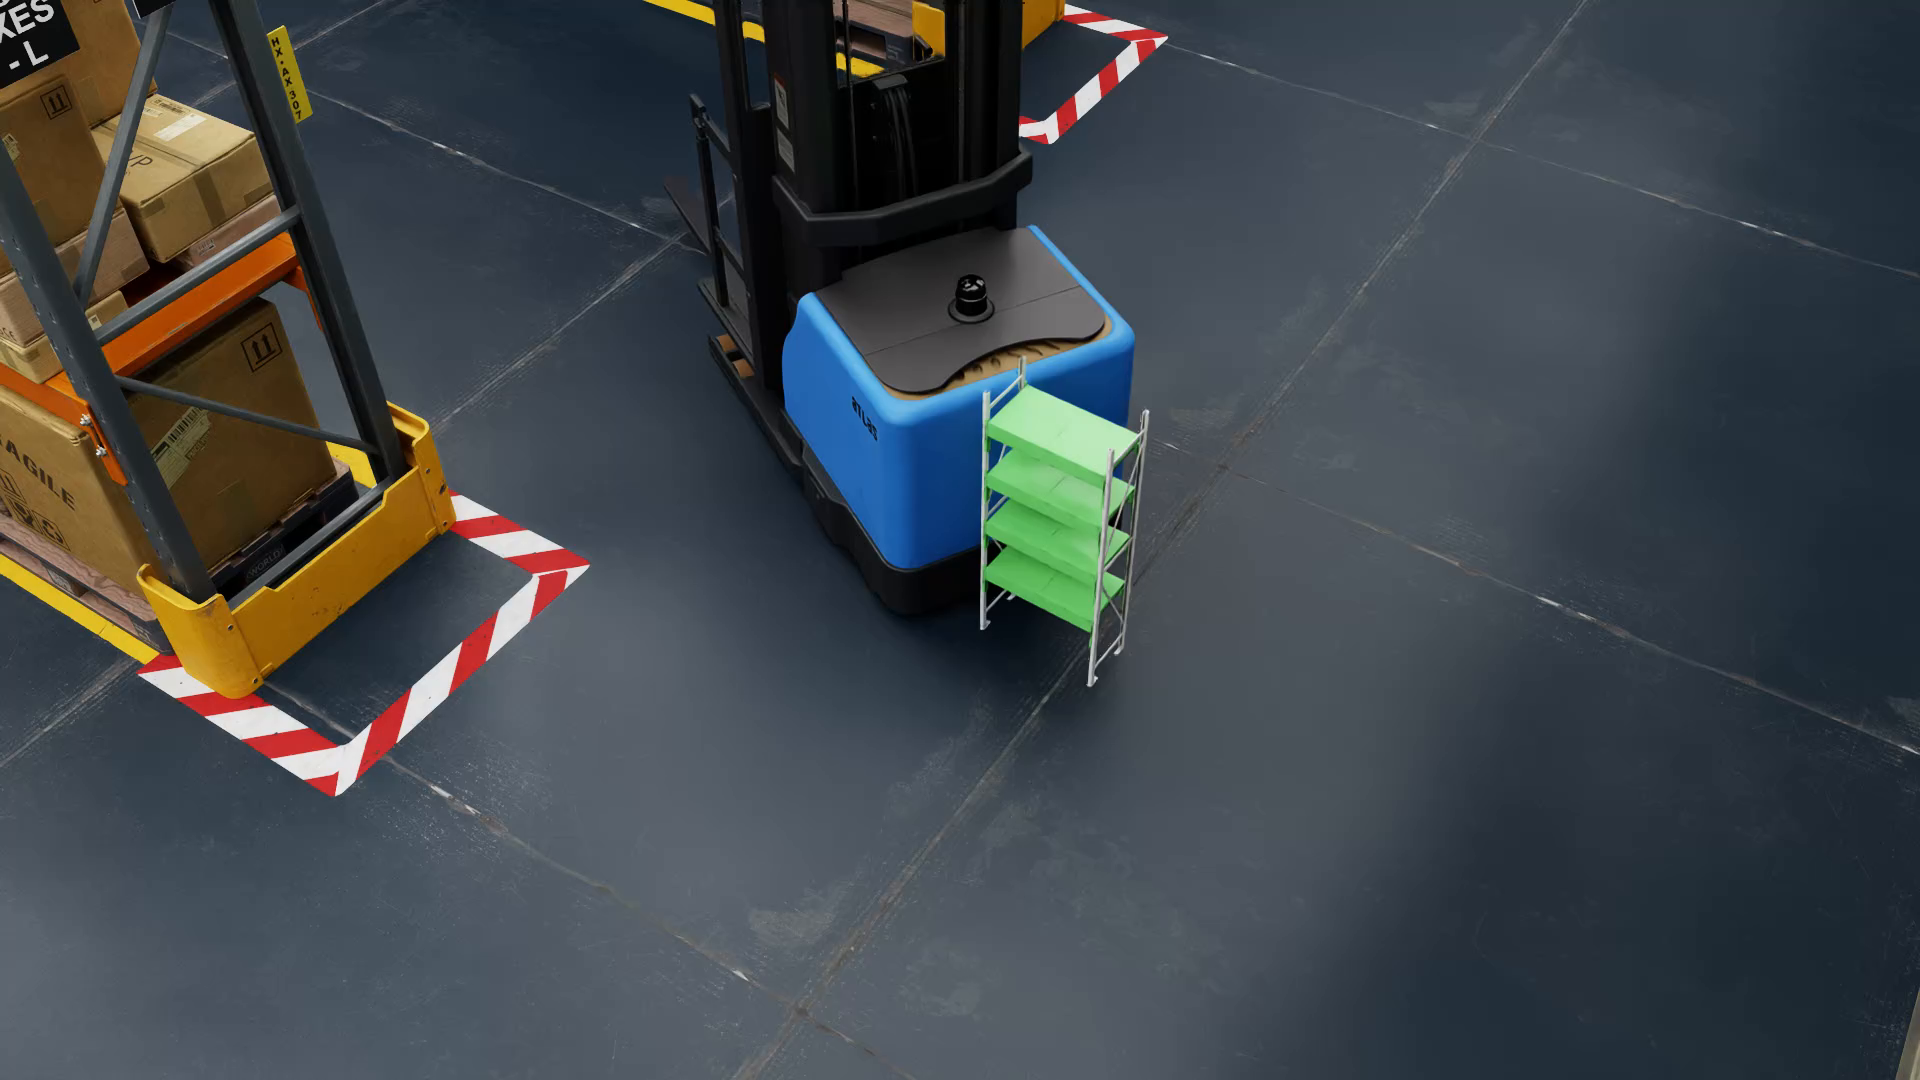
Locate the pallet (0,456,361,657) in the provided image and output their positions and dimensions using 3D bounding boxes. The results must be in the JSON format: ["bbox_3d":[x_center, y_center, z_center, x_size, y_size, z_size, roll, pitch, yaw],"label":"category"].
[{"bbox_3d":[-3.239,-0.155,6.753,1.213,0.211,1.003,25,51,22],"label":"pallet"}]

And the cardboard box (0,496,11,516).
[{"bbox_3d":[-3.871,-0.822,6.646,0.875,0.875,0.875,25,51,22],"label":"cardboard box"}]

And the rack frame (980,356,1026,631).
[{"bbox_3d":[0.152,-0.141,6.050,0.015,1.200,0.240,27,51,24],"label":"rack frame"}]

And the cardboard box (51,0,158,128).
[{"bbox_3d":[-3.203,-1.719,5.703,0.500,0.500,0.500,24,50,21],"label":"cardboard box"}]

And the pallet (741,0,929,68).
[{"bbox_3d":[-0.523,-3.225,9.737,1.213,0.211,1.003,25,51,22],"label":"pallet"}]

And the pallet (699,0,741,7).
[{"bbox_3d":[-1.546,-3.698,10.196,1.213,0.211,1.003,25,51,22],"label":"pallet"}]

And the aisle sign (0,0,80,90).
[{"bbox_3d":[-2.625,-1.561,4.363,0.004,0.787,0.394,25,51,22],"label":"aisle sign"}]

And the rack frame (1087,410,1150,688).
[{"bbox_3d":[0.551,0.060,5.855,0.015,1.200,0.240,27,51,24],"label":"rack frame"}]

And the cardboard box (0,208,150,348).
[{"bbox_3d":[-3.075,-0.943,5.472,0.500,0.250,0.500,24,50,22],"label":"cardboard box"}]

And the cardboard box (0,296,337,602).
[{"bbox_3d":[-3.105,-0.470,6.303,0.875,0.875,0.875,25,51,22],"label":"cardboard box"}]

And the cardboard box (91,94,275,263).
[{"bbox_3d":[-2.782,-1.264,5.784,0.500,0.250,0.500,23,50,21],"label":"cardboard box"}]

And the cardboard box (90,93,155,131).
[{"bbox_3d":[-3.223,-1.462,5.976,0.500,0.250,0.500,24,51,22],"label":"cardboard box"}]

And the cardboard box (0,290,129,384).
[{"bbox_3d":[-3.001,-0.716,5.529,0.250,0.149,0.380,26,51,23],"label":"cardboard box"}]

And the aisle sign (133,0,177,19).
[{"bbox_3d":[-2.301,-1.923,4.715,0.004,0.787,0.394,25,51,22],"label":"aisle sign"}]

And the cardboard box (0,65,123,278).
[{"bbox_3d":[-3.076,-1.207,5.205,0.500,0.500,0.500,25,51,23],"label":"cardboard box"}]

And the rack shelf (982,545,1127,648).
[{"bbox_3d":[0.352,0.172,6.170,0.480,0.148,0.258,27,51,24],"label":"rack shelf"}]

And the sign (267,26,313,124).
[{"bbox_3d":[-2.219,-1.526,5.483,0.005,0.325,0.100,25,51,22],"label":"sign"}]

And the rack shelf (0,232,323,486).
[{"bbox_3d":[-4.207,-1.388,6.509,4.000,0.370,1.077,25,51,22],"label":"rack shelf"}]

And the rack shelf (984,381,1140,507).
[{"bbox_3d":[0.352,-0.330,5.654,0.480,0.148,0.258,27,51,24],"label":"rack shelf"}]

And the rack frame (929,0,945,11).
[{"bbox_3d":[0.150,-3.854,8.404,0.127,3.000,1.000,25,51,22],"label":"rack frame"}]

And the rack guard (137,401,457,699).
[{"bbox_3d":[-2.503,0.016,6.386,0.348,0.500,1.175,25,51,22],"label":"rack guard"}]

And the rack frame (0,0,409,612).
[{"bbox_3d":[-2.524,-0.864,5.498,0.127,3.000,1.000,25,51,22],"label":"rack frame"}]

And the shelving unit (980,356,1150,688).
[{"bbox_3d":[0.352,-0.040,5.952,0.503,1.200,0.258,27,51,24],"label":"shelving unit"}]

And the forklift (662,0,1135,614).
[{"bbox_3d":[-0.471,-1.796,6.452,1.130,2.935,3.031,-20,49,-19],"label":"forklift"}]

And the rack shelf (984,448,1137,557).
[{"bbox_3d":[0.352,-0.163,5.826,0.480,0.148,0.258,27,51,24],"label":"rack shelf"}]

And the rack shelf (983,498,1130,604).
[{"bbox_3d":[0.352,0.004,5.998,0.480,0.148,0.258,27,51,24],"label":"rack shelf"}]

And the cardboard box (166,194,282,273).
[{"bbox_3d":[-2.644,-1.113,5.915,0.250,0.149,0.380,25,51,23],"label":"cardboard box"}]

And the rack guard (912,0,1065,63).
[{"bbox_3d":[0.178,-2.982,9.299,0.348,0.500,1.175,25,51,22],"label":"rack guard"}]
